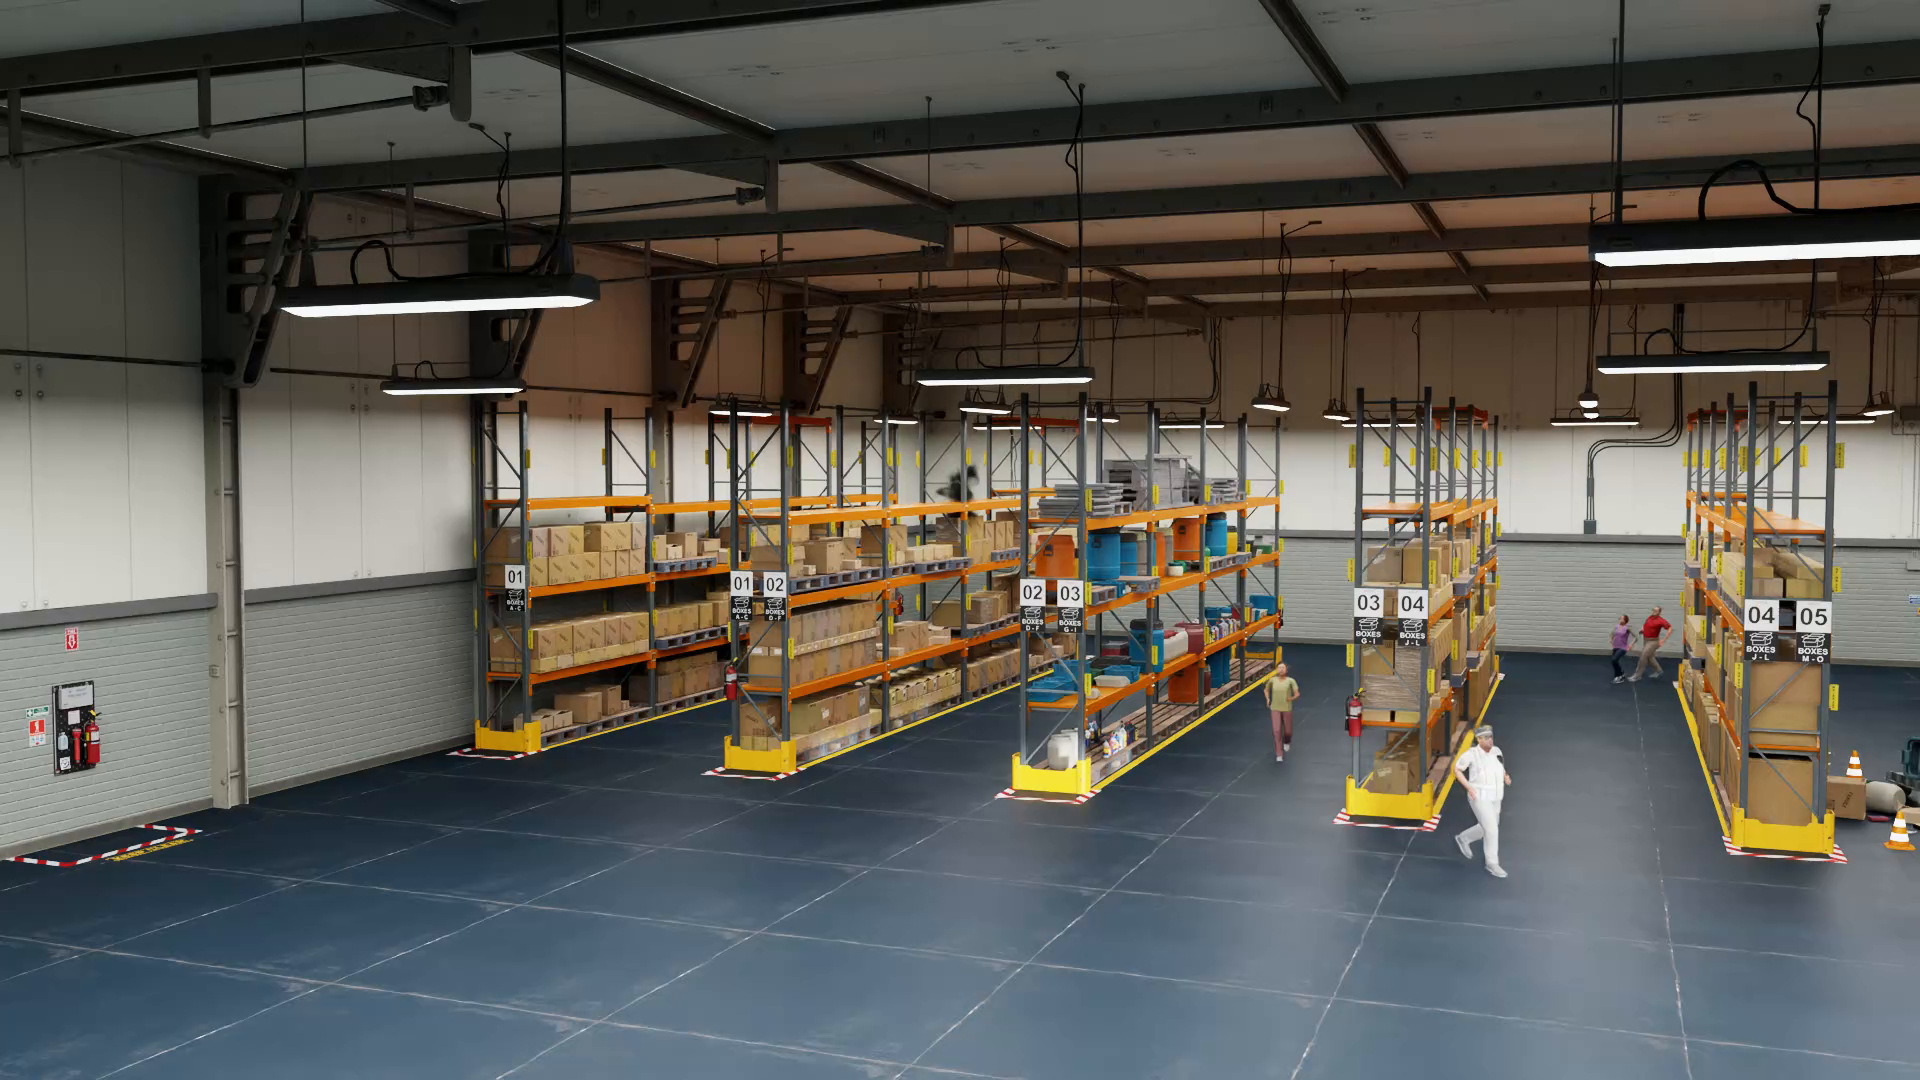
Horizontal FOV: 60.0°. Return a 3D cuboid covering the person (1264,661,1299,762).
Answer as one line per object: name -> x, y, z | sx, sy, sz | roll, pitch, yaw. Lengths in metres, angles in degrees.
person -> 5.347, 2.834, 27.686 | 0.589, 1.635, 0.802 | 1, 3, 13

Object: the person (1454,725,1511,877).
person -> 6.385, 3.135, 20.286 | 0.651, 1.795, 0.876 | -1, 3, -27

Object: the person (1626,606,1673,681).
person -> 15.473, 2.324, 37.318 | 0.949, 1.695, 0.709 | 0, 3, -6

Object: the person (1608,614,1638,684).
person -> 14.652, 2.420, 36.868 | 0.567, 1.559, 0.614 | -1, 3, -27
